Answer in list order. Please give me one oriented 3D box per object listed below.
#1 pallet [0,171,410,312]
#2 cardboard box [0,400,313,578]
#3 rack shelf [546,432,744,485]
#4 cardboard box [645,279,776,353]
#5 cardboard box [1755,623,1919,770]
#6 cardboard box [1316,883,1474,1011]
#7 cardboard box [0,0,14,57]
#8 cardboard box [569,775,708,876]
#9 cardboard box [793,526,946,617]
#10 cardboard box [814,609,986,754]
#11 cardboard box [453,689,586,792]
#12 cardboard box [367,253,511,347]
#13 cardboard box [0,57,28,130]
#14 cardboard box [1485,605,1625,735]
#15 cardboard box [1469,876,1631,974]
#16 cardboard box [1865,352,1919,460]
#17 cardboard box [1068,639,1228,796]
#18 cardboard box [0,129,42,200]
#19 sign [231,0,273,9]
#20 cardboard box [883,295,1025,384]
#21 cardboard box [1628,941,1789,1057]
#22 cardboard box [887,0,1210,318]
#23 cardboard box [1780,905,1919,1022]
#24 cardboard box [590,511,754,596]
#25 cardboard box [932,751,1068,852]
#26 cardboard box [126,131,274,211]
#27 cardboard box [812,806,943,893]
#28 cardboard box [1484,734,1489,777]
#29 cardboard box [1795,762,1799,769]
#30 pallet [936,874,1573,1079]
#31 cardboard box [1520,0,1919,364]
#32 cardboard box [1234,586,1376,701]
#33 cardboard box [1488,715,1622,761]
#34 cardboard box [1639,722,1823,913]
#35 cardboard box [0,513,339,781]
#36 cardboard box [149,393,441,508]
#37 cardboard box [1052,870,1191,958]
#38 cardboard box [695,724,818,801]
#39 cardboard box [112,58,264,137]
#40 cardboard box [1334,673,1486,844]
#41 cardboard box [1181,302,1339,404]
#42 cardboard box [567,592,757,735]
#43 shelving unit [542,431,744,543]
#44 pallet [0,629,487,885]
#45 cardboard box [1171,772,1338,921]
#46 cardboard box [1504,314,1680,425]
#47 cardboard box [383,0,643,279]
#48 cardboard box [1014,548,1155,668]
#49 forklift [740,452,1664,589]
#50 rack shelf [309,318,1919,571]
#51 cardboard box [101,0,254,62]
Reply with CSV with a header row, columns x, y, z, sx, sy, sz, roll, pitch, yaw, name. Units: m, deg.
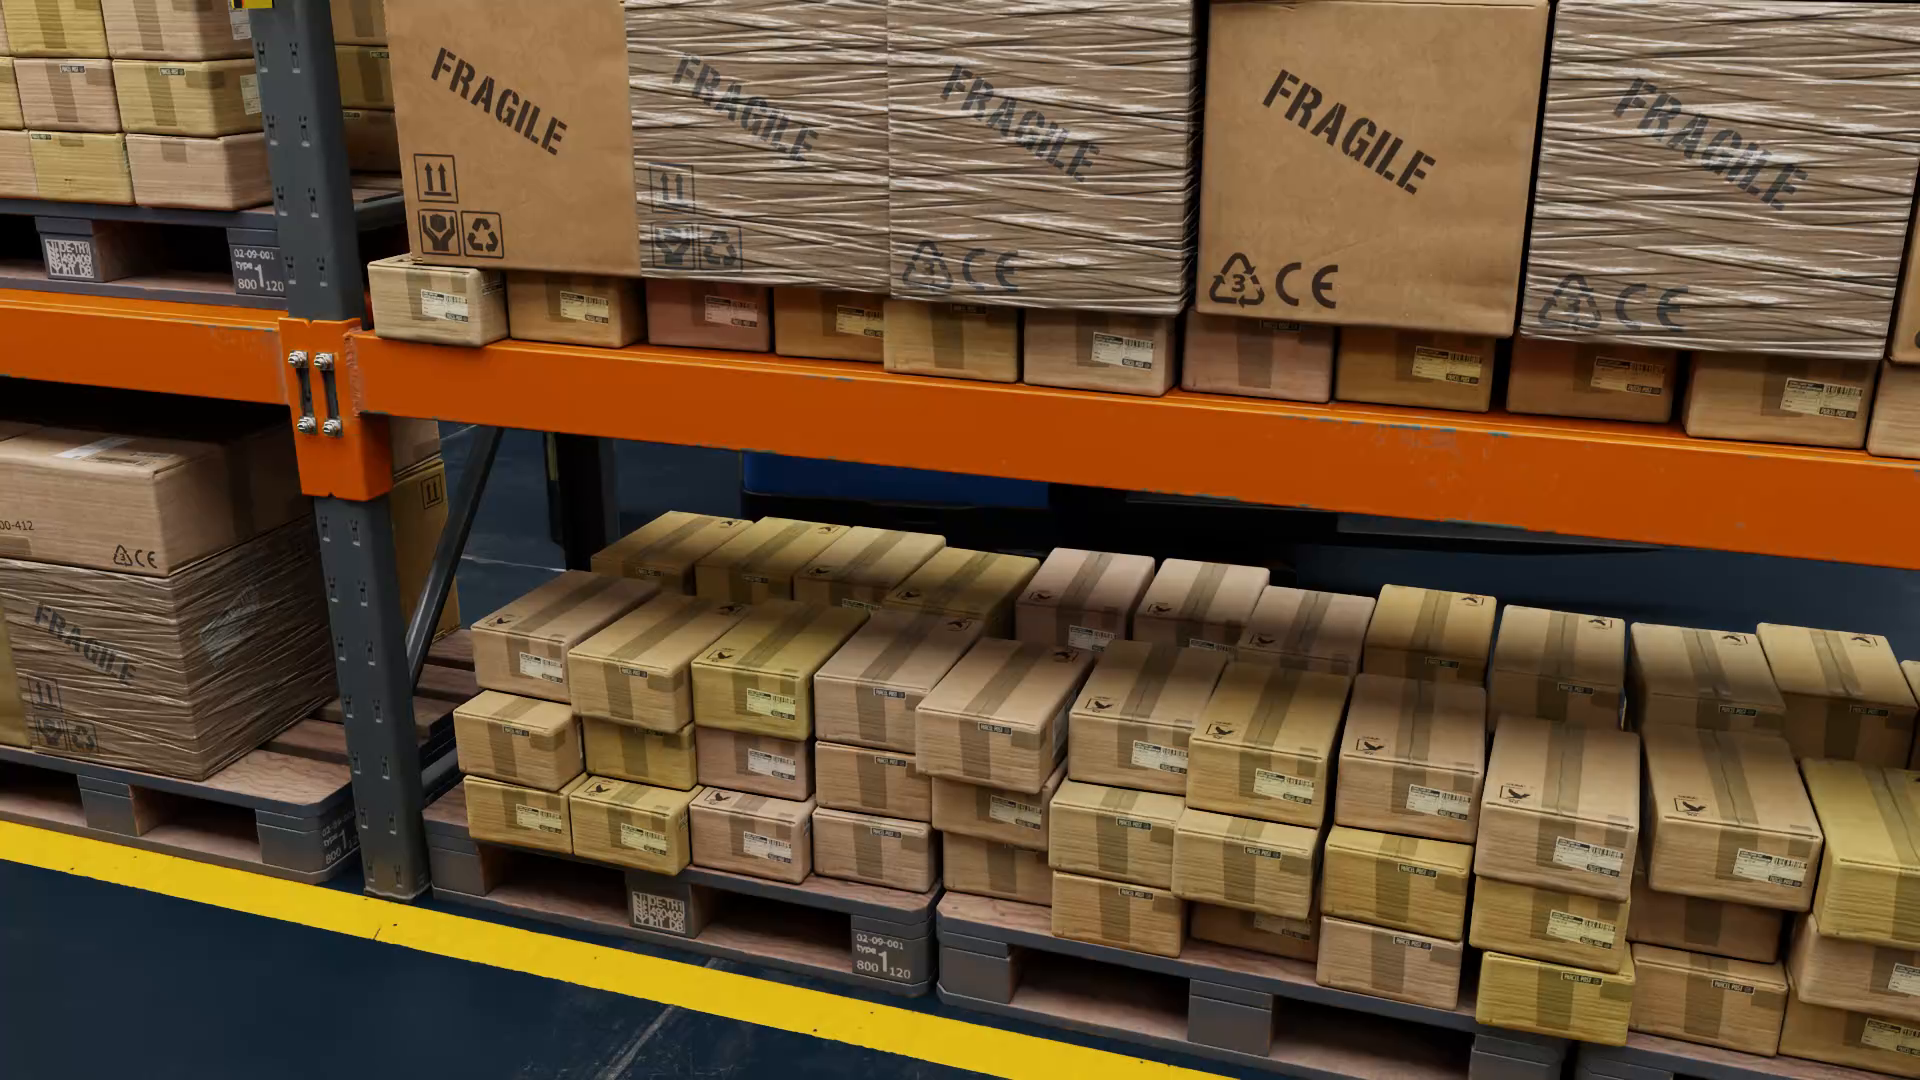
x,y,z,sx,sy,sz,roll,pitch,yaw,name
-1.799,-0.797,4.098,1.213,0.211,1.003,7,20,18,pallet
-1.912,-0.134,3.924,0.500,0.250,0.500,6,20,17,cardboard box
-1.081,-0.435,6.037,0.720,0.370,0.431,3,19,9,rack shelf
-0.428,-0.492,3.312,0.250,0.149,0.380,6,20,16,cardboard box
1.774,0.317,3.398,0.250,0.149,0.380,6,20,18,cardboard box
0.839,0.710,3.176,0.250,0.149,0.380,7,20,19,cardboard box
-2.066,-1.161,3.688,0.250,0.149,0.380,6,20,16,cardboard box
-0.635,0.556,3.618,0.250,0.149,0.380,7,20,20,cardboard box
-0.212,0.104,4.009,0.250,0.149,0.380,6,20,18,cardboard box
-0.118,0.290,3.477,0.250,0.149,0.380,6,20,17,cardboard box
-0.888,0.386,3.653,0.250,0.149,0.380,8,21,21,cardboard box
-0.965,-0.509,3.361,0.250,0.149,0.380,7,21,20,cardboard box
-2.049,-1.018,3.730,0.250,0.149,0.380,7,21,20,cardboard box
1.254,0.283,3.495,0.250,0.149,0.380,7,21,20,cardboard box
1.076,0.604,3.029,0.250,0.149,0.380,7,20,19,cardboard box
1.539,-0.238,2.583,0.250,0.149,0.380,7,20,20,cardboard box
0.380,0.346,3.314,0.250,0.149,0.380,6,20,16,cardboard box
-2.046,-0.876,3.777,0.250,0.149,0.380,6,20,18,cardboard box
-1.304,-1.134,3.013,0.005,0.325,0.100,7,20,18,sign
0.044,-0.413,3.086,0.250,0.149,0.380,7,20,19,cardboard box
1.353,0.754,3.050,0.250,0.149,0.380,7,20,19,cardboard box
0.194,-0.699,2.921,0.500,0.500,0.500,6,20,17,cardboard box
1.570,0.656,2.880,0.250,0.149,0.380,6,20,16,cardboard box
-0.704,0.064,4.124,0.250,0.149,0.380,7,20,20,cardboard box
0.129,0.468,3.419,0.250,0.149,0.380,8,21,21,cardboard box
-1.565,-0.821,3.618,0.250,0.149,0.380,6,20,17,cardboard box
-0.127,0.578,3.553,0.250,0.149,0.380,6,20,17,cardboard box
1.068,0.523,3.713,0.250,0.149,0.380,6,20,15,cardboard box
1.742,0.497,3.335,0.250,0.149,0.380,7,20,19,cardboard box
0.677,0.749,3.605,1.213,0.211,1.003,7,20,18,pallet
1.177,-0.593,2.617,0.500,0.500,0.500,7,20,18,cardboard box
0.751,0.243,3.610,0.250,0.149,0.380,7,20,18,cardboard box
1.254,0.436,3.508,0.250,0.149,0.380,6,20,15,cardboard box
1.341,0.479,2.933,0.250,0.149,0.380,6,20,16,cardboard box
-1.907,0.220,4.046,0.500,0.500,0.500,6,20,17,cardboard box
-1.737,-0.294,4.383,0.500,0.250,0.500,6,20,16,cardboard box
0.352,0.655,3.334,0.250,0.149,0.380,6,20,17,cardboard box
-0.377,0.401,3.611,0.250,0.149,0.380,6,20,18,cardboard box
-1.566,-0.962,3.570,0.250,0.149,0.380,7,20,20,cardboard box
0.857,0.405,3.147,0.250,0.149,0.380,6,20,16,cardboard box
0.563,-0.367,2.955,0.250,0.149,0.380,7,21,20,cardboard box
-0.627,0.257,3.572,0.250,0.149,0.380,8,21,21,cardboard box
-1.081,-0.743,5.929,0.755,1.500,0.431,3,19,9,shelving unit
-1.861,0.473,4.398,1.213,0.211,1.003,7,20,18,pallet
0.571,0.549,3.185,0.250,0.149,0.380,7,20,19,cardboard box
1.065,-0.323,2.828,0.250,0.149,0.380,6,20,16,cardboard box
-0.740,-0.816,3.256,0.500,0.500,0.500,6,20,17,cardboard box
0.294,0.157,3.857,0.250,0.149,0.380,6,20,15,cardboard box
0.816,-1.336,5.456,3.031,2.935,1.130,3,19,9,forklift
0.764,-0.204,3.198,4.000,0.370,1.077,7,20,18,rack shelf
-1.568,-1.103,3.524,0.250,0.149,0.380,8,21,21,cardboard box
